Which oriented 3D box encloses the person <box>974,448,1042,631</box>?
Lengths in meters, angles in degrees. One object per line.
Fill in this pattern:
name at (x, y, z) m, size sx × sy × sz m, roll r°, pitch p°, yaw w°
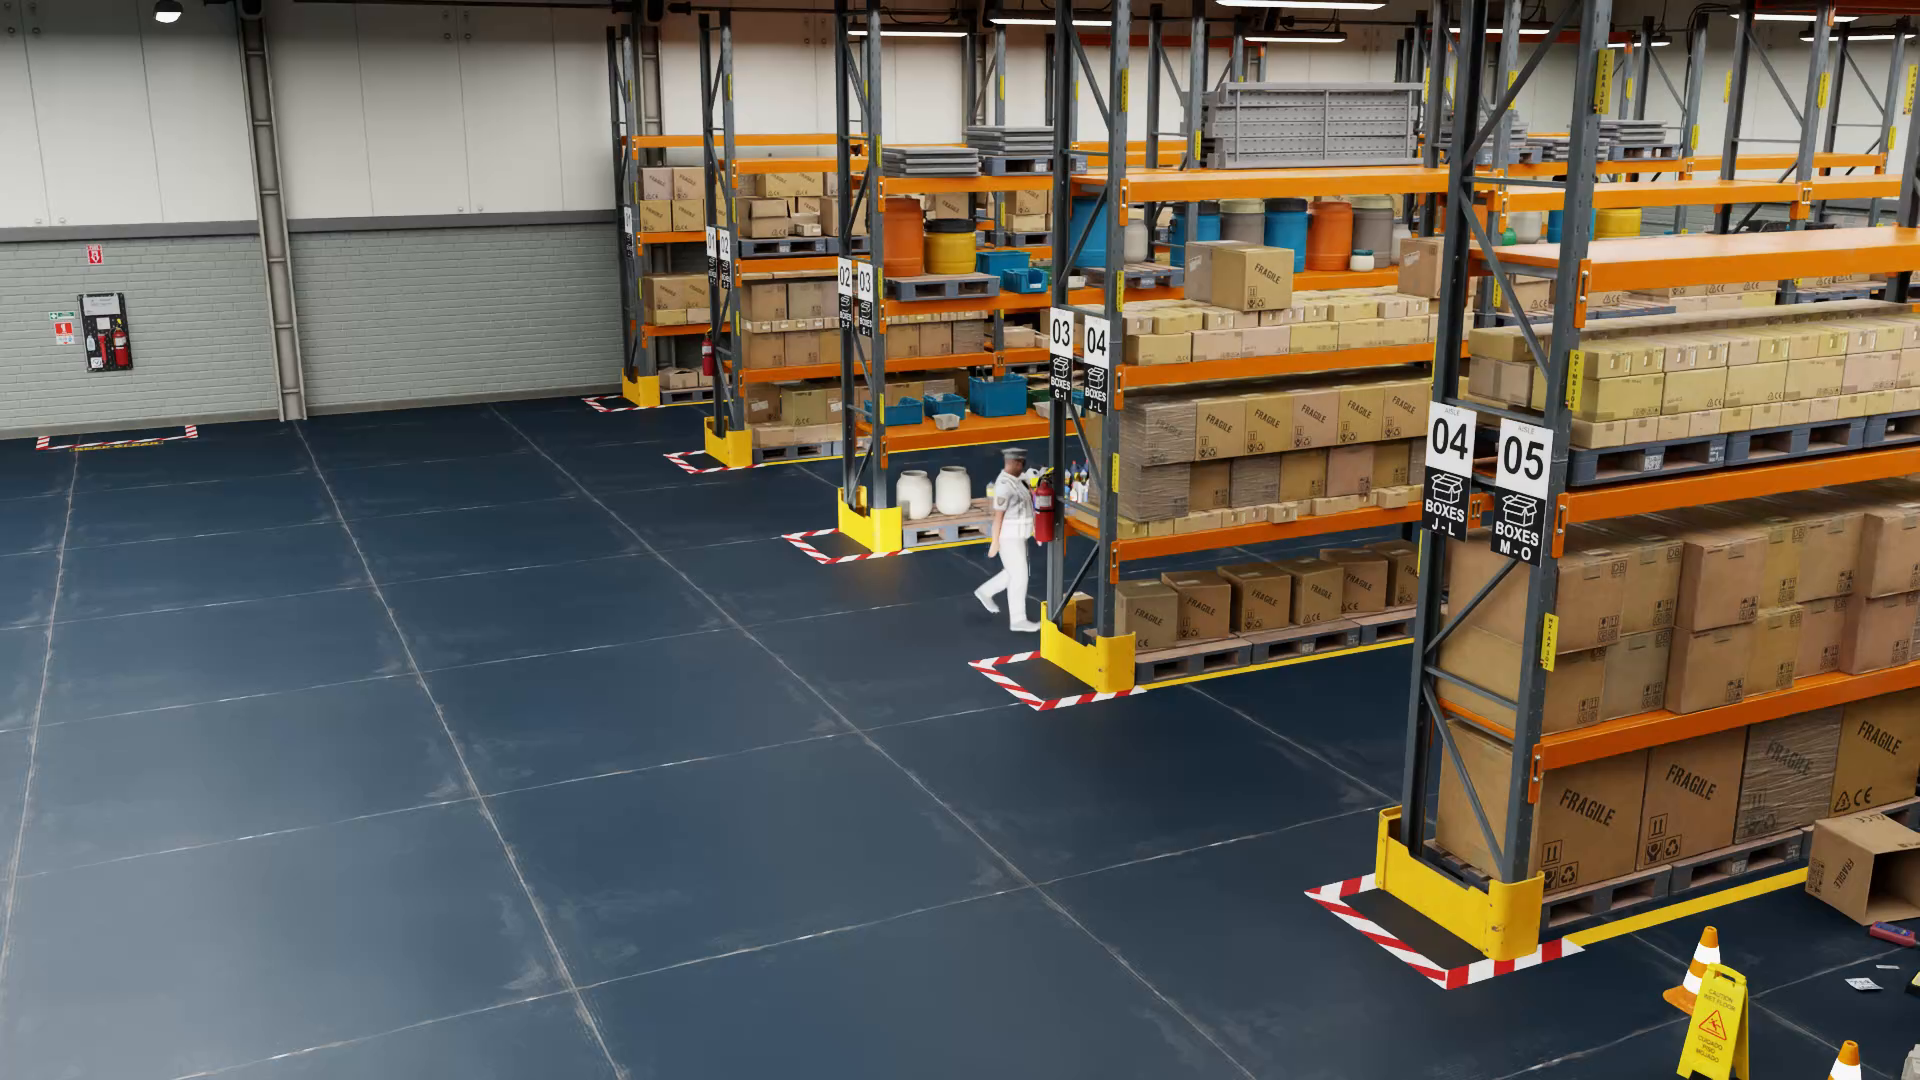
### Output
person at (0.475, -0.033, 15.955) m, size 0.763 × 1.708 × 0.587 m, roll 3°, pitch 15°, yaw 12°
